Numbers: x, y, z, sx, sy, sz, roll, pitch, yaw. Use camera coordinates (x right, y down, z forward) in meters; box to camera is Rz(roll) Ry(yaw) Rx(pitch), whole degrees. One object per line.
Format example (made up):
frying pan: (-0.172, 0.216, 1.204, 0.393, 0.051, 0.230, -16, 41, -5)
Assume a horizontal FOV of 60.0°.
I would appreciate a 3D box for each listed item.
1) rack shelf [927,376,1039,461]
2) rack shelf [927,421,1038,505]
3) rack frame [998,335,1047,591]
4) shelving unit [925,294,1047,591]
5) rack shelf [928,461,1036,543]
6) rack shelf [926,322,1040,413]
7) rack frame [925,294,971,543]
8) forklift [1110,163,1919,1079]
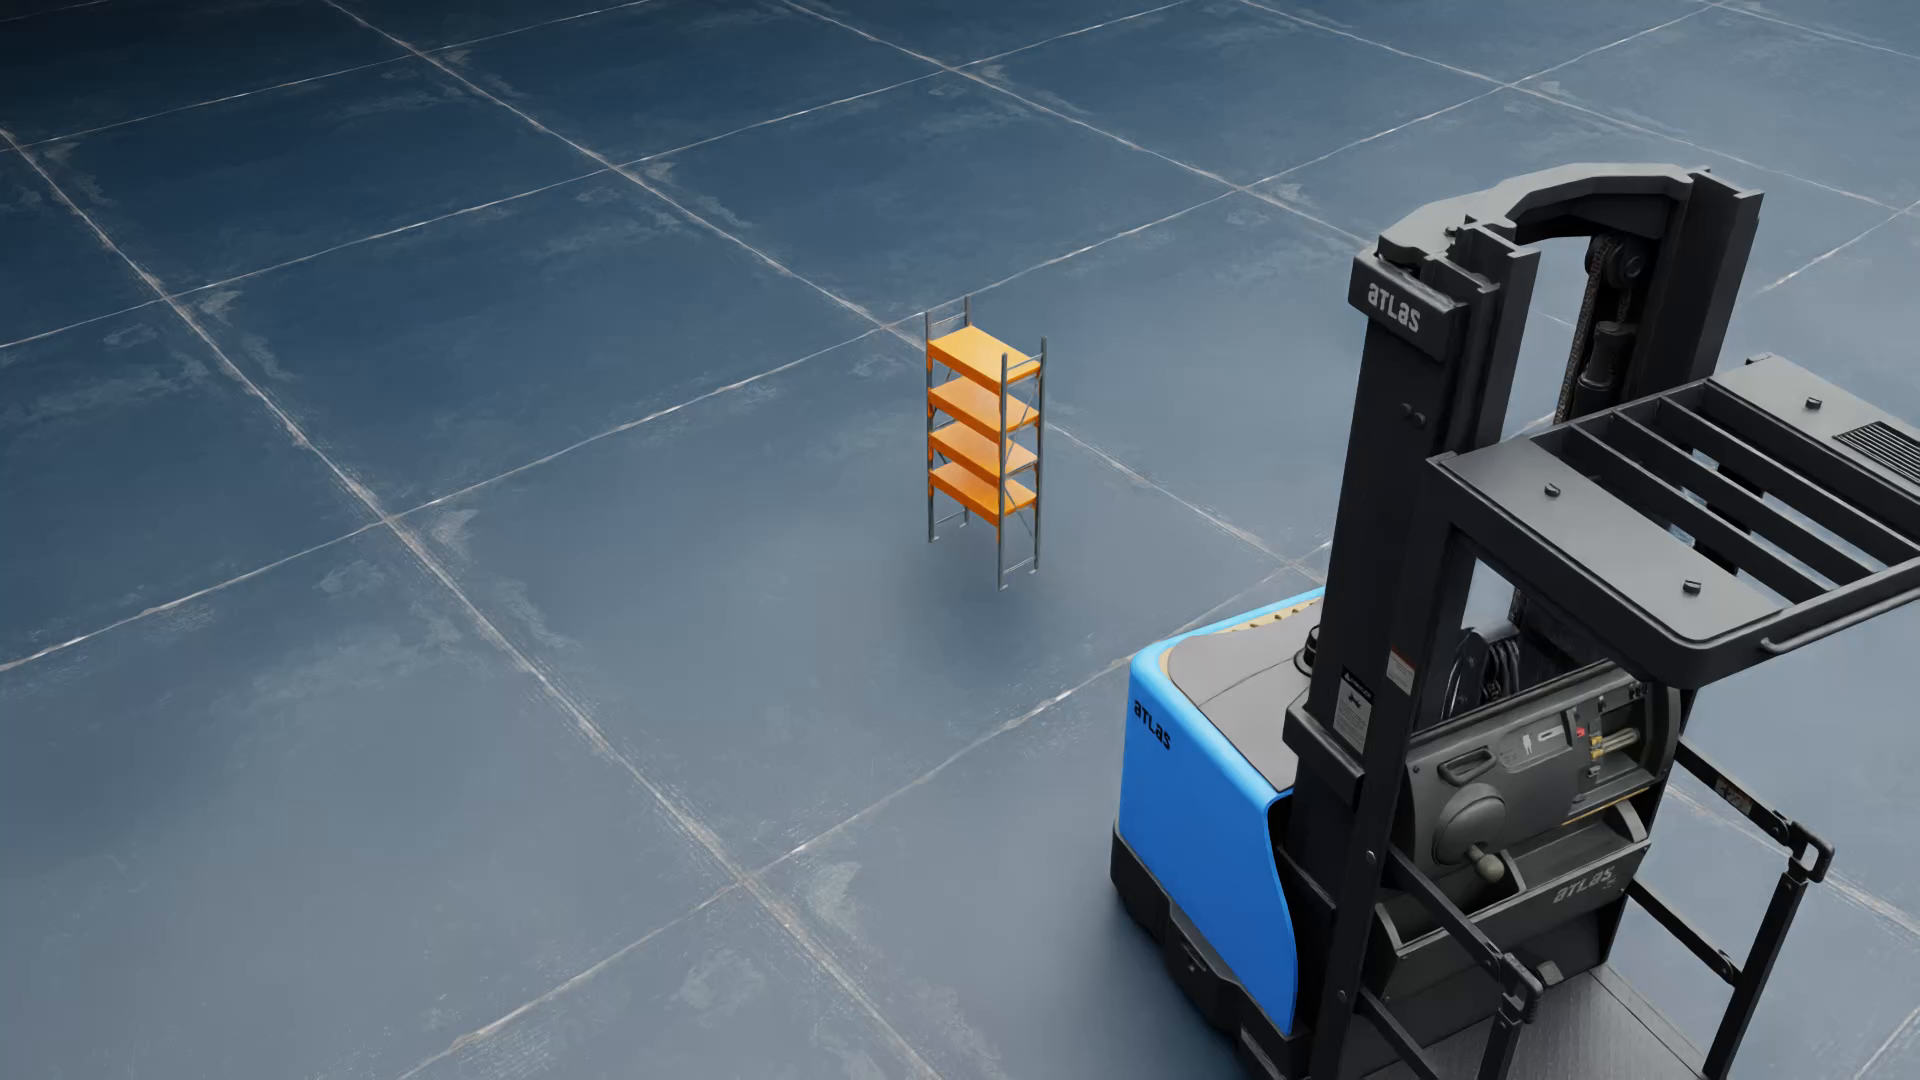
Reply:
rack shelf: (0.107, -0.544, 7.210, 0.258, 0.148, 0.480, -26, 43, -32)
rack shelf: (0.107, -0.362, 7.339, 0.258, 0.148, 0.480, -26, 43, -32)
rack frame: (0.264, -0.309, 7.148, 0.240, 1.200, 0.015, -26, 43, -32)
shelving unit: (0.107, -0.417, 7.300, 0.258, 1.200, 0.503, -26, 43, -32)
rack shelf: (0.107, -0.200, 7.454, 0.258, 0.148, 0.480, -26, 43, -32)
rack shelf: (0.107, -0.737, 7.073, 0.258, 0.148, 0.480, -26, 43, -32)
rack frame: (-0.051, -0.524, 7.452, 0.240, 1.200, 0.015, -26, 43, -32)
forklift: (1.657, 0.671, 4.267, 1.130, 2.935, 3.031, -17, 39, -22)
